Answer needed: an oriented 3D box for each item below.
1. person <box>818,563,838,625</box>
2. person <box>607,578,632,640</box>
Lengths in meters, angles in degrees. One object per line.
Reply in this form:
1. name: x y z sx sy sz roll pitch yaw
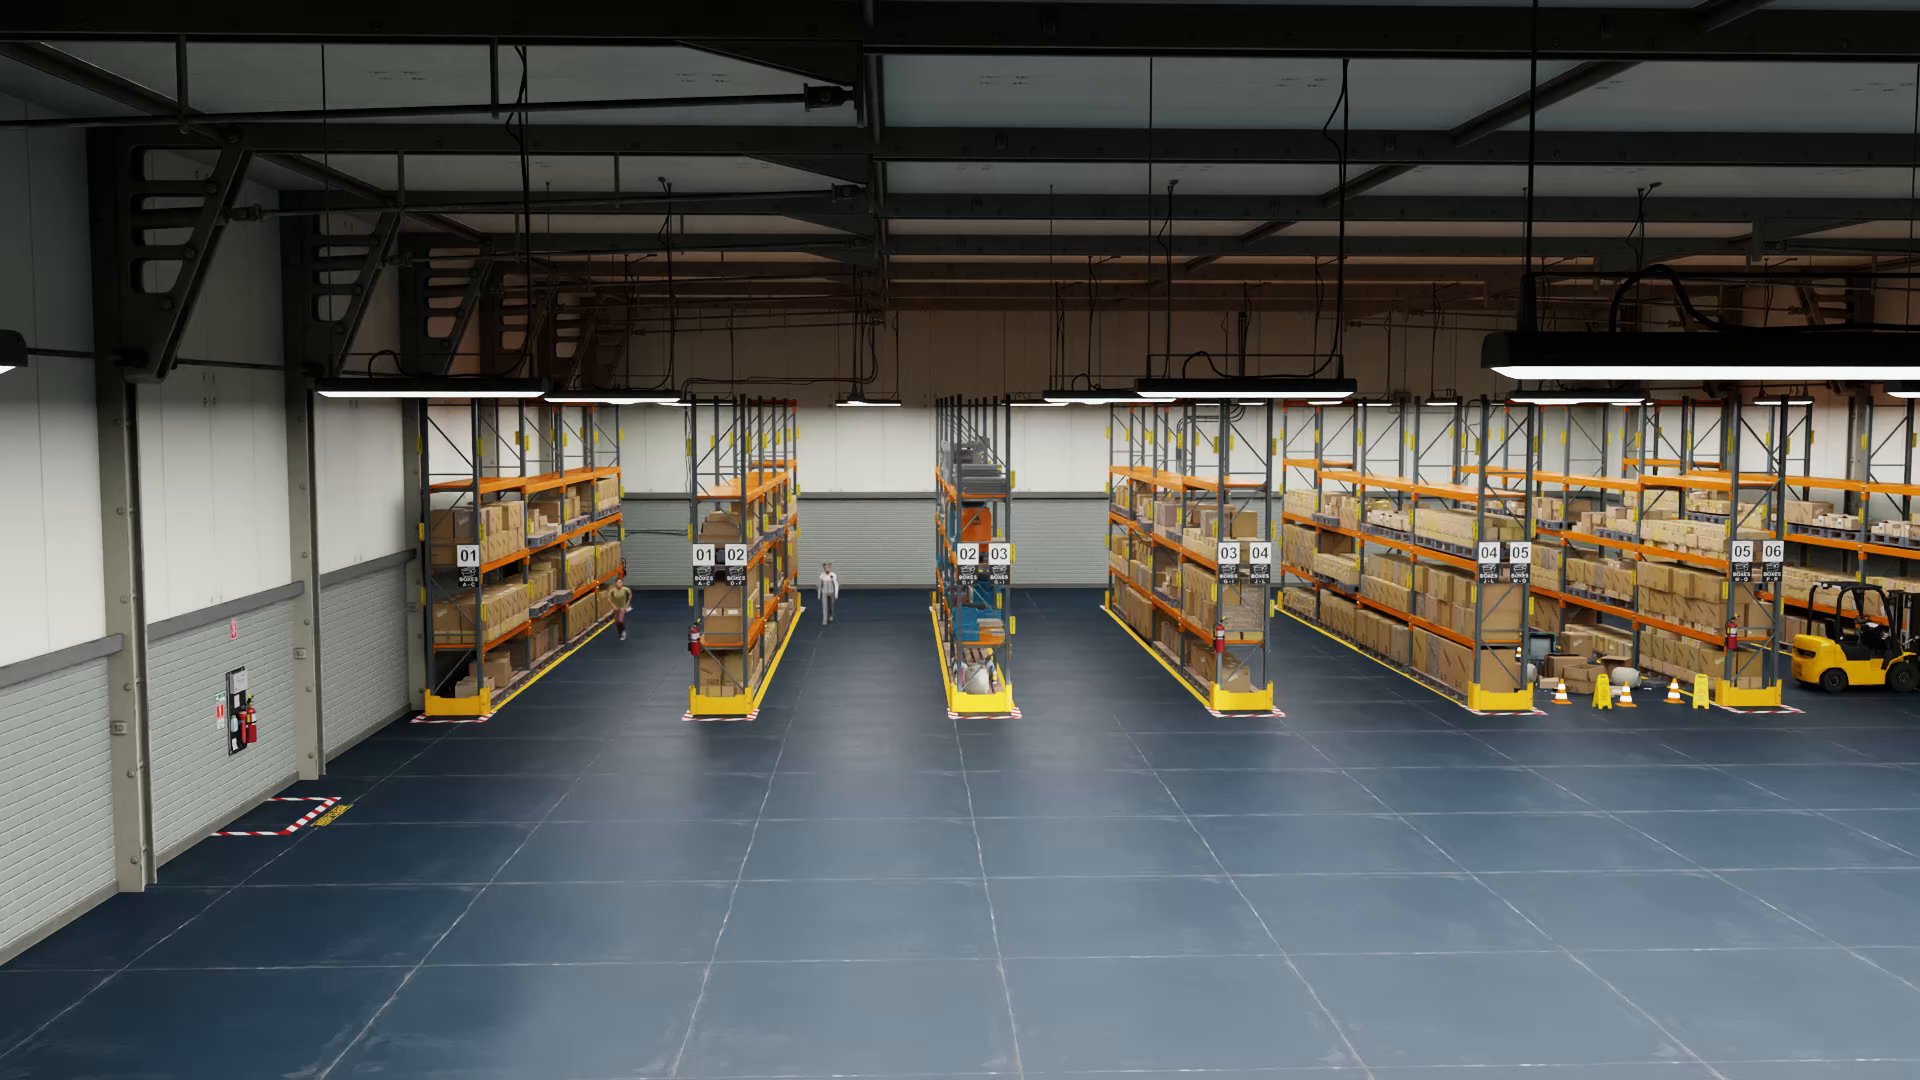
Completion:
1. person: -3.516 1.405 44.274 0.550 1.620 1.041 0 4 -1
2. person: -8.405 1.702 41.123 0.539 1.580 0.692 1 5 7
